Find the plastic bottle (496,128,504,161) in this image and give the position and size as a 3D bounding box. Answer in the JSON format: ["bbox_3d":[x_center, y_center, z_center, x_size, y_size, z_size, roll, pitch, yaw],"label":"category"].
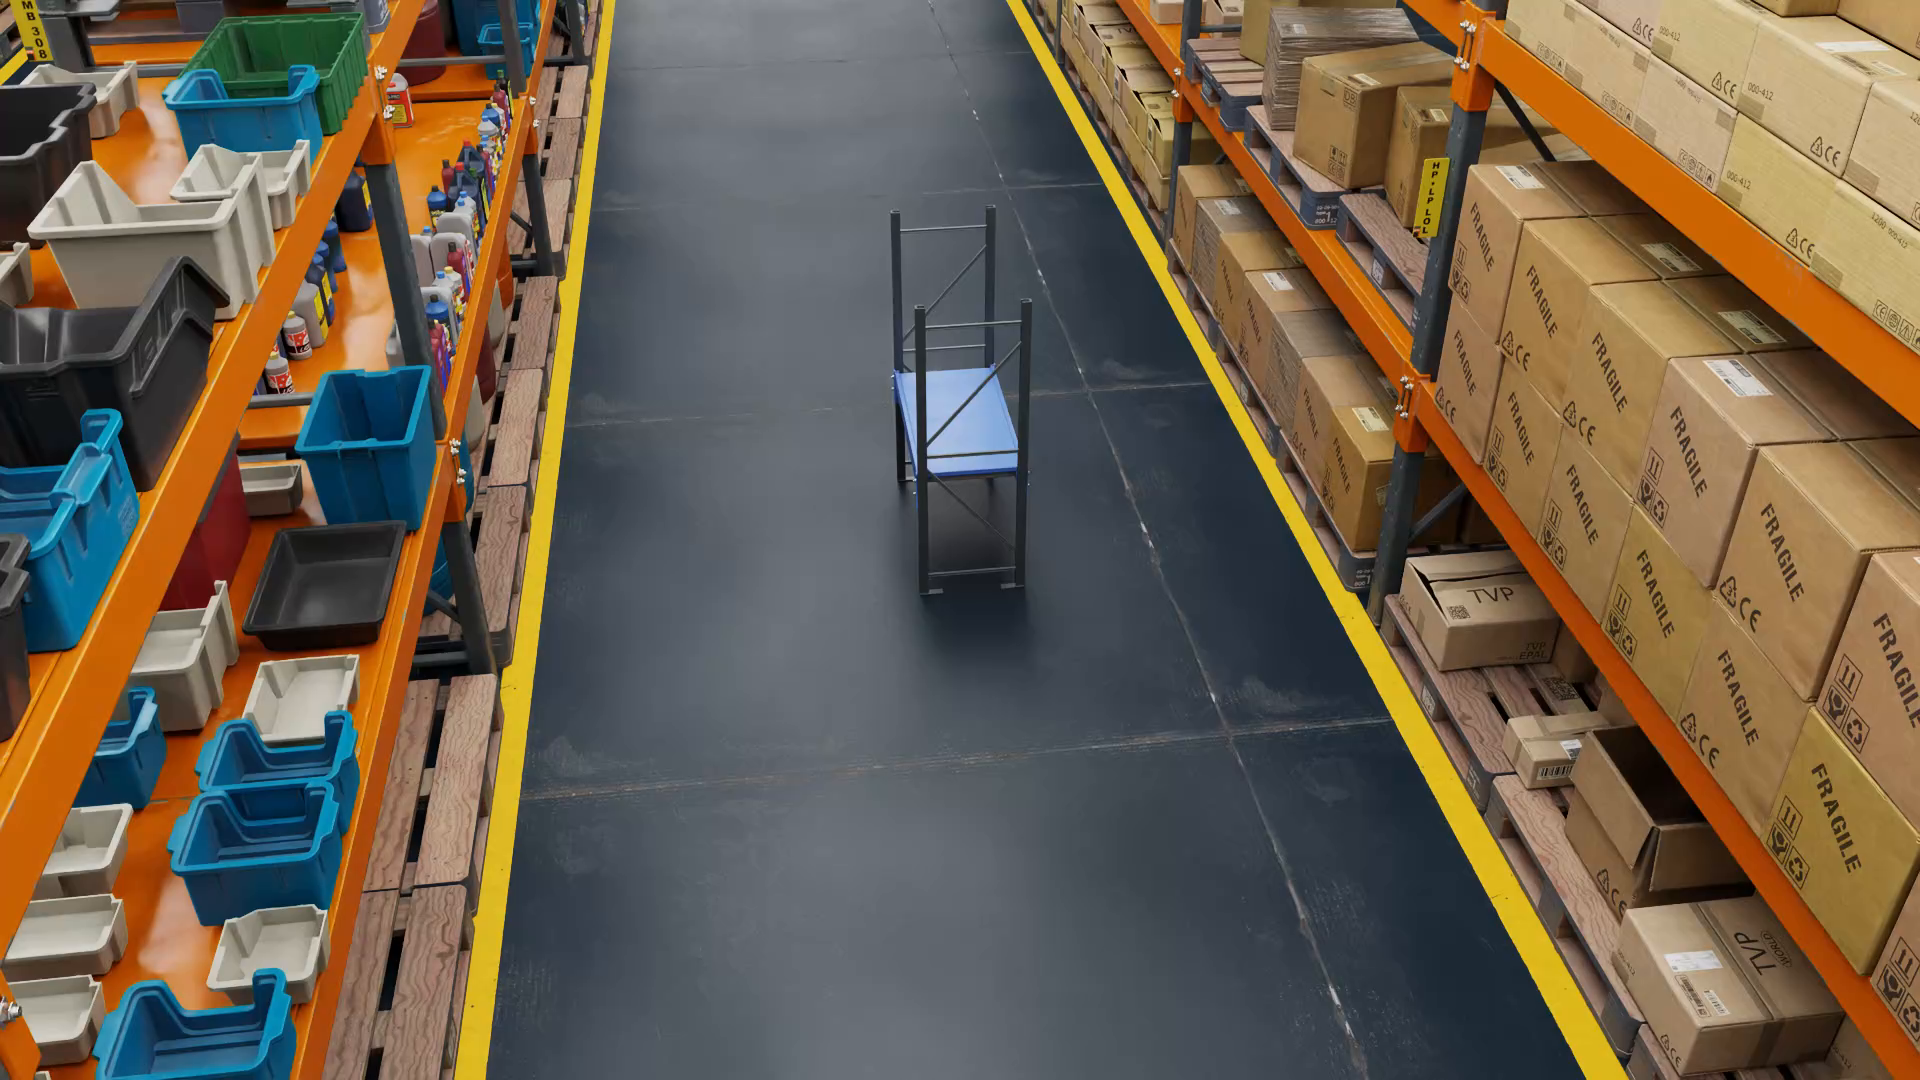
[{"bbox_3d":[-2.505,-2.132,8.892,0.097,0.201,0.097,0,34,0],"label":"plastic bottle"}]

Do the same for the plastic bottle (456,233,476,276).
[{"bbox_3d":[-2.309,-1.322,7.702,0.097,0.201,0.097,0,34,0],"label":"plastic bottle"}]

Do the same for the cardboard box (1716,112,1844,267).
[{"bbox_3d":[2.417,-0.957,4.460,0.500,0.250,0.500,-4,35,-6],"label":"cardboard box"}]

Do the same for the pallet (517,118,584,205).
[{"bbox_3d":[-3.276,-2.728,12.065,1.003,0.211,1.213,-4,35,-6],"label":"pallet"}]

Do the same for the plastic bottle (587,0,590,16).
[{"bbox_3d":[-3.291,-4.739,14.562,0.061,0.283,0.133,-3,34,-4],"label":"plastic bottle"}]

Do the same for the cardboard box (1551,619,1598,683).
[{"bbox_3d":[2.755,0.241,7.061,0.500,0.500,0.500,-4,35,-6],"label":"cardboard box"}]

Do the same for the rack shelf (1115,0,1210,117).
[{"bbox_3d":[1.590,-3.957,12.032,1.077,0.370,4.000,-4,35,-6],"label":"rack shelf"}]

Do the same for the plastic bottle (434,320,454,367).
[{"bbox_3d":[-2.190,-0.826,6.974,0.097,0.201,0.097,0,34,0],"label":"plastic bottle"}]

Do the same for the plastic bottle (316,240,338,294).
[{"bbox_3d":[-2.899,-1.256,7.543,0.097,0.271,0.097,0,34,0],"label":"plastic bottle"}]

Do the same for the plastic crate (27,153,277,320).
[{"bbox_3d":[-1.966,-0.752,4.131,0.437,0.282,0.530,-4,35,-6],"label":"plastic crate"}]

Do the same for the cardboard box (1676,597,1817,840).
[{"bbox_3d":[2.470,0.487,4.783,0.500,0.500,0.500,-4,34,-6],"label":"cardboard box"}]

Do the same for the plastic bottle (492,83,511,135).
[{"bbox_3d":[-2.541,-2.395,9.204,0.061,0.283,0.133,-4,35,-6],"label":"plastic bottle"}]

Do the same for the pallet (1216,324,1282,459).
[{"bbox_3d":[2.083,-0.887,9.365,1.003,0.211,1.213,-4,35,-6],"label":"pallet"}]

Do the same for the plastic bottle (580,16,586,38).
[{"bbox_3d":[-3.223,-4.347,14.060,0.097,0.201,0.097,0,34,0],"label":"plastic bottle"}]

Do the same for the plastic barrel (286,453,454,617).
[{"bbox_3d":[-2.568,-0.145,7.289,0.600,0.901,0.708,-4,35,-6],"label":"plastic barrel"}]

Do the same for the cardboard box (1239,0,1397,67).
[{"bbox_3d":[2.056,-3.010,9.542,0.700,0.500,0.500,-16,37,-22],"label":"cardboard box"}]

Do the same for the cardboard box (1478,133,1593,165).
[{"bbox_3d":[2.555,-1.402,7.183,0.700,0.500,0.500,-16,37,-22],"label":"cardboard box"}]

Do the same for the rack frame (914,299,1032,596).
[{"bbox_3d":[0.057,-0.384,7.481,0.500,1.500,0.032,-4,35,-6],"label":"rack frame"}]

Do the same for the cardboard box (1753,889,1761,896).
[{"bbox_3d":[3.009,1.397,5.587,0.500,0.250,0.500,-4,35,-6],"label":"cardboard box"}]

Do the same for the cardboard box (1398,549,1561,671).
[{"bbox_3d":[2.239,0.274,7.182,0.500,0.311,0.500,-4,35,-6],"label":"cardboard box"}]

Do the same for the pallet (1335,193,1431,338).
[{"bbox_3d":[2.398,-1.281,7.637,1.003,0.211,1.213,-4,35,-6],"label":"pallet"}]

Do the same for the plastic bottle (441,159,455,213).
[{"bbox_3d":[-2.537,-1.772,8.290,0.061,0.283,0.133,-4,35,-6],"label":"plastic bottle"}]

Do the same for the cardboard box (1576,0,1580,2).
[{"bbox_3d":[2.216,-2.000,5.547,0.500,0.250,0.500,-4,35,-6],"label":"cardboard box"}]

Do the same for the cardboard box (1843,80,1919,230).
[{"bbox_3d":[2.482,-0.884,3.909,0.500,0.250,0.500,-4,35,-6],"label":"cardboard box"}]

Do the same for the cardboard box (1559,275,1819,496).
[{"bbox_3d":[2.320,-0.502,5.346,0.500,0.500,0.500,-5,35,-8],"label":"cardboard box"}]

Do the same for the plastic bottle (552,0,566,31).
[{"bbox_3d":[-3.428,-4.556,14.233,0.144,0.351,0.185,-4,35,-6],"label":"plastic bottle"}]

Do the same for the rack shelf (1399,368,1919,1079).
[{"bbox_3d":[2.666,0.507,5.481,1.077,0.370,4.000,-4,35,-6],"label":"rack shelf"}]

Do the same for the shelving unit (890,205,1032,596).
[{"bbox_3d":[-0.011,-0.667,7.897,0.538,1.500,1.048,-4,35,-6],"label":"shelving unit"}]

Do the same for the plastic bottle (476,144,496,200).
[{"bbox_3d":[-2.419,-1.886,8.457,0.061,0.283,0.133,-4,35,-6],"label":"plastic bottle"}]

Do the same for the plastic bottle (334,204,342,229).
[{"bbox_3d":[-3.125,-1.674,8.153,0.152,0.276,0.135,-4,35,-6],"label":"plastic bottle"}]

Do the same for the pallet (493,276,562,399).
[{"bbox_3d":[-2.902,-1.176,9.789,1.003,0.211,1.213,-4,35,-6],"label":"pallet"}]

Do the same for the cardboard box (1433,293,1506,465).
[{"bbox_3d":[2.196,-0.643,6.441,0.500,0.500,0.500,-4,34,-5],"label":"cardboard box"}]

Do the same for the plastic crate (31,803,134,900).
[{"bbox_3d":[-2.407,0.862,4.503,0.298,0.136,0.250,-4,35,-6],"label":"plastic crate"}]

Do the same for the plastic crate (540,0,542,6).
[{"bbox_3d":[-2.964,-3.717,10.983,0.402,0.464,0.583,-4,35,-6],"label":"plastic crate"}]

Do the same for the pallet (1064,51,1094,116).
[{"bbox_3d":[1.459,-3.810,13.653,1.003,0.211,1.213,-4,35,-6],"label":"pallet"}]

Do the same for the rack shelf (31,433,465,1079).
[{"bbox_3d":[-2.243,0.880,4.934,1.077,0.370,4.000,-4,35,-6],"label":"rack shelf"}]

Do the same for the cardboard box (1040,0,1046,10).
[{"bbox_3d":[0.985,-4.930,14.889,0.500,0.250,0.500,-4,35,-6],"label":"cardboard box"}]

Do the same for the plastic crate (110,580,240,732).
[{"bbox_3d":[-2.489,0.357,5.115,0.437,0.282,0.530,-4,35,-6],"label":"plastic crate"}]

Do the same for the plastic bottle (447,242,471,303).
[{"bbox_3d":[-2.258,-1.218,7.477,0.061,0.283,0.133,-4,35,-6],"label":"plastic bottle"}]

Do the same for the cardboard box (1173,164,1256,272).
[{"bbox_3d":[1.637,-2.012,10.367,0.500,0.500,0.500,-3,34,-4],"label":"cardboard box"}]

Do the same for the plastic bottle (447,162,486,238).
[{"bbox_3d":[-2.396,-1.644,8.043,0.144,0.351,0.185,-4,35,-6],"label":"plastic bottle"}]

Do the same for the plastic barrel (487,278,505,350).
[{"bbox_3d":[-2.802,-1.331,9.375,0.421,0.512,0.421,0,34,0],"label":"plastic barrel"}]

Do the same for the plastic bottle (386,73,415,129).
[{"bbox_3d":[-3.161,-2.460,9.306,0.152,0.276,0.135,-4,35,-6],"label":"plastic bottle"}]

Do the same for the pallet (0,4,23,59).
[{"bbox_3d":[-8.788,-4.524,14.702,1.003,0.211,1.213,-4,35,-6],"label":"pallet"}]

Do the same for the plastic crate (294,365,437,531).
[{"bbox_3d":[-2.111,-0.317,6.012,0.392,0.384,0.575,-4,35,-6],"label":"plastic crate"}]

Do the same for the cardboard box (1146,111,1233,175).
[{"bbox_3d":[1.545,-2.681,11.091,0.500,0.311,0.500,-3,34,-5],"label":"cardboard box"}]

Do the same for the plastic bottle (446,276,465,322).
[{"bbox_3d":[-2.247,-1.064,7.324,0.097,0.201,0.097,0,34,0],"label":"plastic bottle"}]

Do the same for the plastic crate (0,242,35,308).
[{"bbox_3d":[-2.497,-0.566,3.987,0.437,0.136,0.530,-4,35,-6],"label":"plastic crate"}]

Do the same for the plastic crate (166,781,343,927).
[{"bbox_3d":[-1.858,0.846,4.441,0.416,0.233,0.300,-4,35,-6],"label":"plastic crate"}]

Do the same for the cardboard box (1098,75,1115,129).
[{"bbox_3d":[1.337,-3.306,12.506,0.500,0.250,0.500,-4,34,-5],"label":"cardboard box"}]

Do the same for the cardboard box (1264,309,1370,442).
[{"bbox_3d":[1.922,-0.865,8.685,0.500,0.500,0.500,-4,34,-6],"label":"cardboard box"}]

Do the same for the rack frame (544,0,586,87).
[{"bbox_3d":[-3.587,-4.997,12.920,1.000,3.000,0.127,-4,35,-6],"label":"rack frame"}]

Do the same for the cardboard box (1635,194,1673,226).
[{"bbox_3d":[2.722,-1.098,6.221,0.500,0.500,0.500,-4,34,-6],"label":"cardboard box"}]

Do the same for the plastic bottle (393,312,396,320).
[{"bbox_3d":[-2.367,-0.923,7.117,0.097,0.201,0.097,0,34,0],"label":"plastic bottle"}]

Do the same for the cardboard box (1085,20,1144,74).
[{"bbox_3d":[1.263,-3.822,12.765,0.500,0.311,0.500,-5,35,-8],"label":"cardboard box"}]
